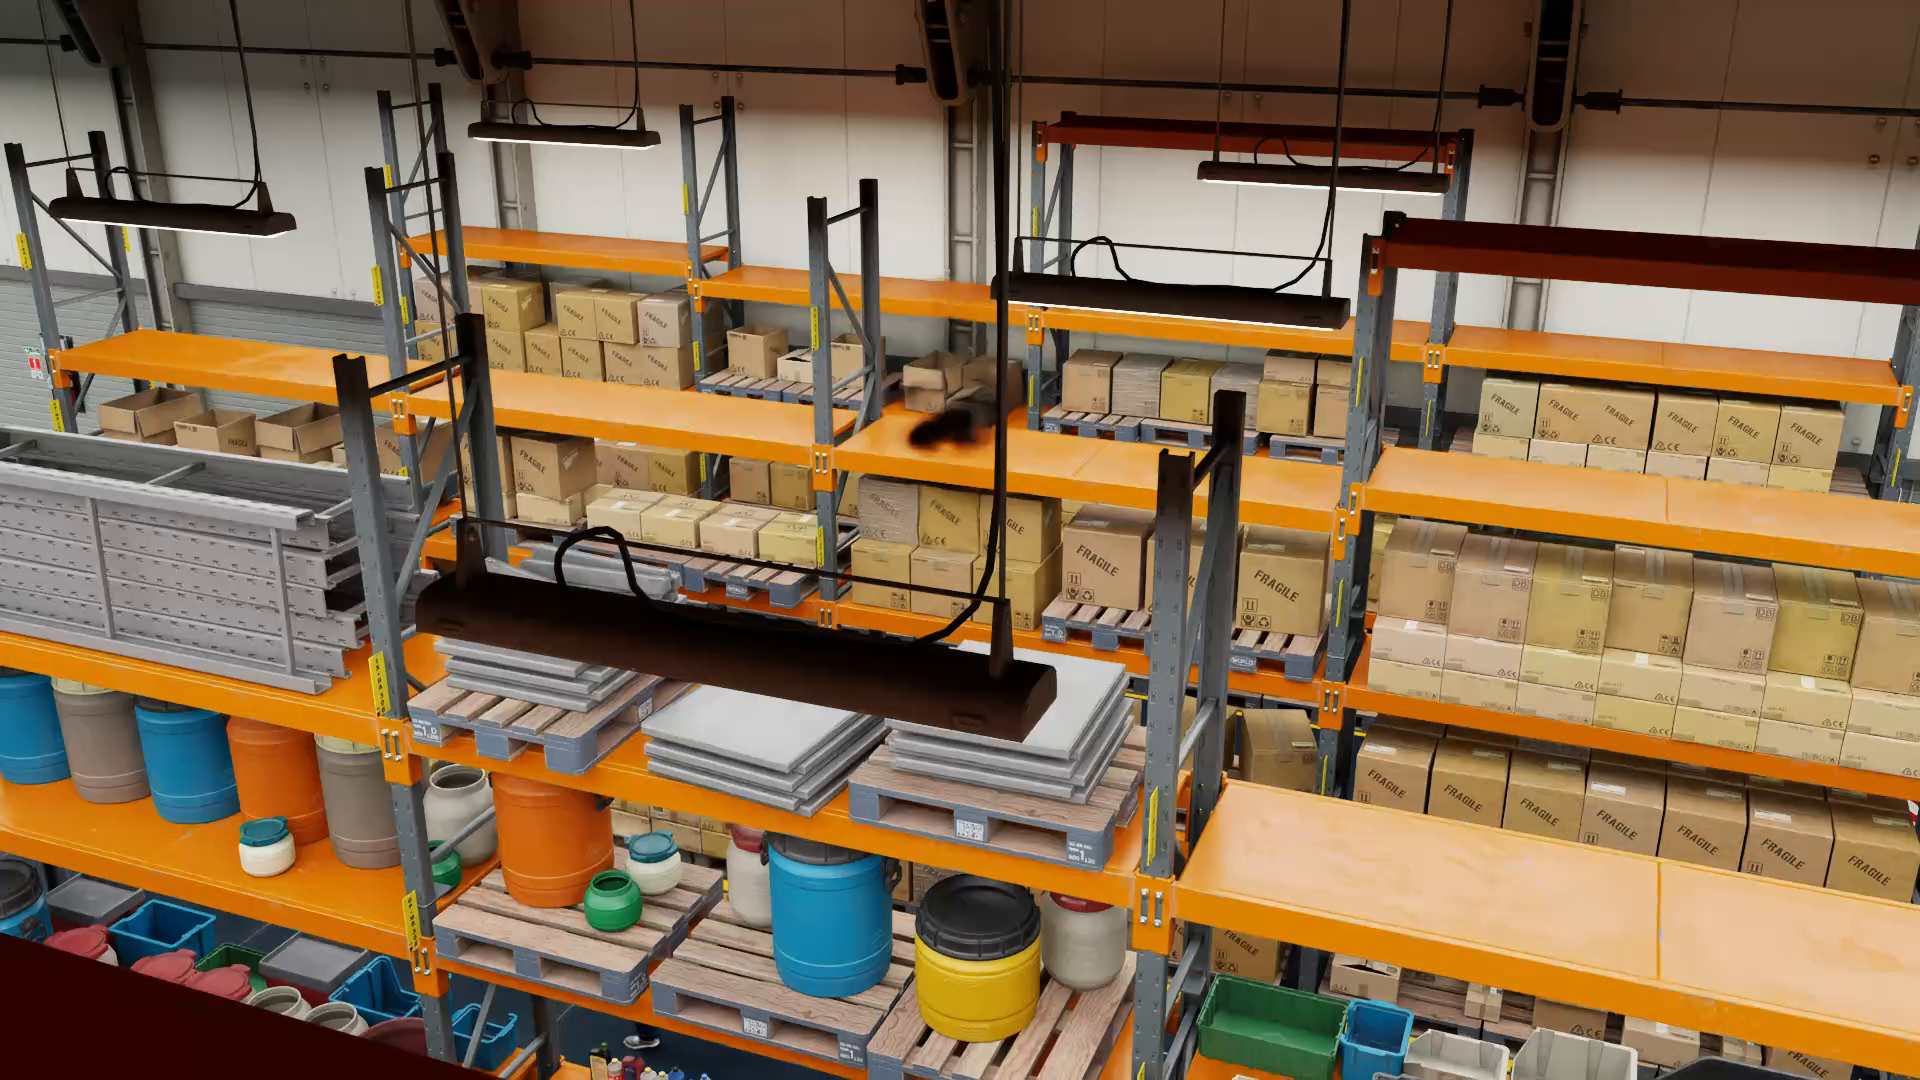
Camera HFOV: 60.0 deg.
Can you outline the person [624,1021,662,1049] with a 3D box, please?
[{"bbox_3d":[-2.356,3.065,12.182,0.545,1.555,0.536,2,21,6],"label":"person"}]
